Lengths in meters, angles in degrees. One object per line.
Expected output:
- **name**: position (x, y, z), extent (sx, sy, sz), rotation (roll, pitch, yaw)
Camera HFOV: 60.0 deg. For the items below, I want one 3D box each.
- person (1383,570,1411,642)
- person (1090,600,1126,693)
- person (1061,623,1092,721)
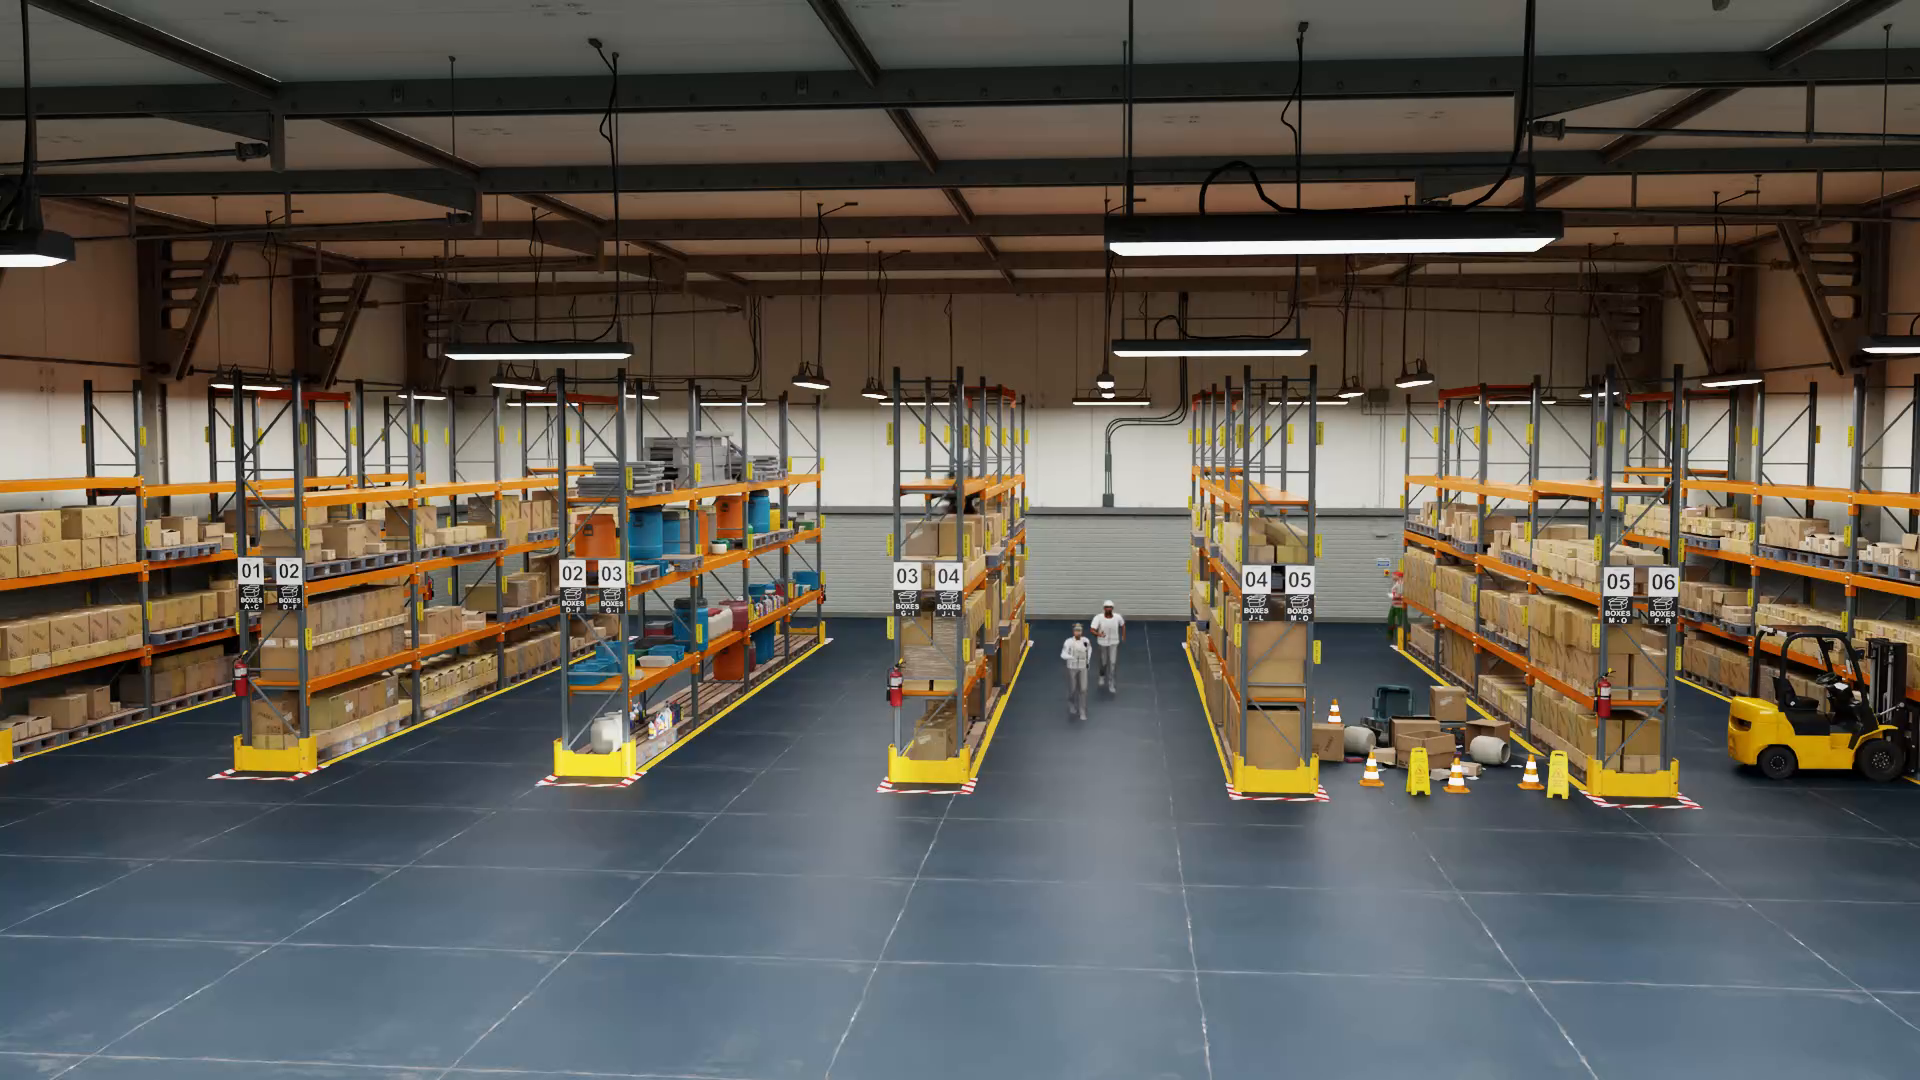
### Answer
- **person**: position (10.709, 1.628, 40.354), extent (0.805, 1.828, 0.691), rotation (0, 4, 5)
- **person**: position (2.926, 2.074, 32.836), extent (0.723, 1.795, 0.864), rotation (0, 4, -1)
- **person**: position (2.082, 2.327, 29.603), extent (0.570, 1.739, 0.798), rotation (0, 4, -1)
